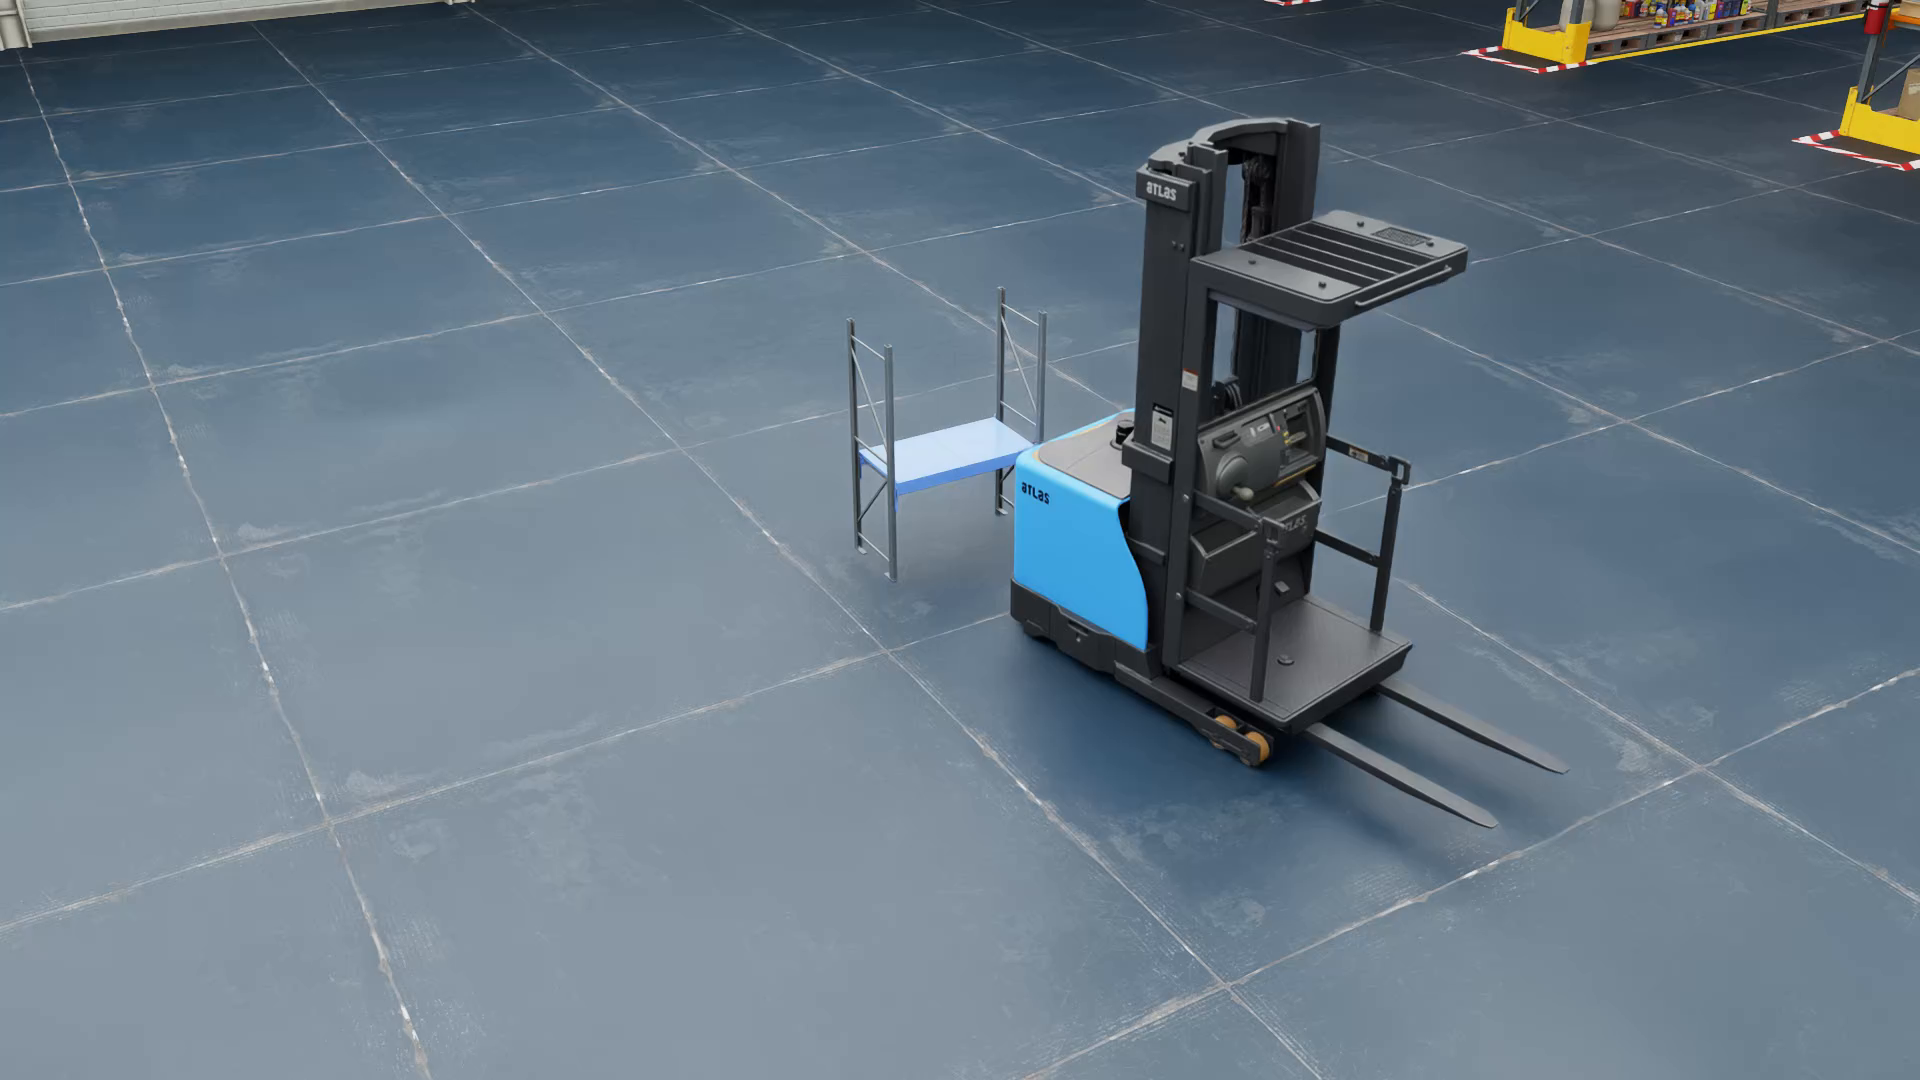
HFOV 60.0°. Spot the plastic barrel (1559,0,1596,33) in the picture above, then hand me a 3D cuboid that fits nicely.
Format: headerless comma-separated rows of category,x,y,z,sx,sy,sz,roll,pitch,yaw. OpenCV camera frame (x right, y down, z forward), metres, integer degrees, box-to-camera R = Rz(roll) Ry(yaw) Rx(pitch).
plastic barrel,8.189,-6.987,22.045,0.421,0.512,0.421,0,29,0

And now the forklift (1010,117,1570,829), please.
forklift,1.643,-0.434,8.102,1.130,2.935,3.031,-24,37,-36

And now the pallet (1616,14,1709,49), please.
pallet,9.456,-7.010,22.832,1.213,0.211,1.003,-16,33,-26

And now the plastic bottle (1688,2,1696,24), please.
plastic bottle,9.938,-7.170,22.604,0.097,0.271,0.097,0,29,0

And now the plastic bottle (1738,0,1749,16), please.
plastic bottle,10.861,-7.427,23.057,0.133,0.283,0.061,-14,32,-24

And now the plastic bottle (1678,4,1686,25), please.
plastic bottle,9.763,-7.120,22.514,0.097,0.271,0.097,0,29,0

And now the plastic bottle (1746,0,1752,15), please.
plastic bottle,10.954,-7.427,23.143,0.097,0.201,0.097,0,29,0

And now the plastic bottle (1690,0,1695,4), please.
plastic bottle,10.059,-7.284,22.799,0.133,0.283,0.061,-16,33,-26

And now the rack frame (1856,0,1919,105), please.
rack frame,10.170,-5.636,17.457,0.127,3.000,1.000,-16,33,-26

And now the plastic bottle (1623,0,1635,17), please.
plastic bottle,9.253,-7.382,22.984,0.135,0.276,0.152,-16,33,-26

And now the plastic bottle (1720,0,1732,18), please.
plastic bottle,10.534,-7.387,22.915,0.185,0.351,0.144,-18,33,-29

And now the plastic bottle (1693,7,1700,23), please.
plastic bottle,10.026,-7.164,22.666,0.097,0.201,0.097,0,29,0

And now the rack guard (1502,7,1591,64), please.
rack guard,7.702,-6.643,21.869,0.348,0.500,1.175,-16,33,-26

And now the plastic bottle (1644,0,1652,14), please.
plastic bottle,9.513,-7.491,23.104,0.185,0.351,0.144,-14,32,-24

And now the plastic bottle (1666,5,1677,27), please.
plastic bottle,9.586,-7.065,22.401,0.133,0.283,0.061,-15,32,-26

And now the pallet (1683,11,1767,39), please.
pallet,10.509,-7.311,23.377,1.213,0.211,1.003,-16,33,-26

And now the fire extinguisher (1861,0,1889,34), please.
fire extinguisher,9.837,-5.766,17.772,0.183,0.674,0.296,-16,33,-26

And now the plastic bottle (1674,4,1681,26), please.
plastic bottle,9.677,-7.096,22.469,0.097,0.271,0.097,0,29,0

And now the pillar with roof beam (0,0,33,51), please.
pillar with roof beam,-10.532,-8.785,16.954,0.400,9.000,9.100,-16,33,-26

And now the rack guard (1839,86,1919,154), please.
rack guard,10.235,-4.560,18.094,0.348,0.500,1.175,-16,33,-26

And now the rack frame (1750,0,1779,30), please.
rack frame,11.109,-8.679,22.970,0.127,3.000,1.000,-16,33,-26

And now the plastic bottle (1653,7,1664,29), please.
plastic bottle,9.381,-7.012,22.317,0.097,0.271,0.097,0,29,0

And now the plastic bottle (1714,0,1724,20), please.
plastic bottle,10.415,-7.300,22.828,0.133,0.283,0.061,-14,32,-23

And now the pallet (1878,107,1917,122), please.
pallet,10.953,-4.618,18.498,1.213,0.211,1.003,-16,33,-26

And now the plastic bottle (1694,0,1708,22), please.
plastic bottle,10.114,-7.237,22.721,0.135,0.276,0.152,-15,32,-25

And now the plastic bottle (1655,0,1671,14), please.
plastic bottle,9.770,-7.448,23.104,0.135,0.276,0.152,-16,33,-26

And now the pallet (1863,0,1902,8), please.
pallet,13.870,-8.263,25.103,1.213,0.211,1.003,-16,33,-26

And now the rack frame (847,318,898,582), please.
rack frame,-0.512,-0.511,9.723,0.032,1.500,0.500,-16,33,-26

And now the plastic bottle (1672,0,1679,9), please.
plastic bottle,10.040,-7.641,23.375,0.185,0.351,0.144,-17,33,-28

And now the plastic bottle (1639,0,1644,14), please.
plastic bottle,9.372,-7.416,23.045,0.135,0.276,0.152,-17,33,-28

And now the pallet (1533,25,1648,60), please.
pallet,8.405,-6.713,22.295,1.213,0.211,1.003,-16,33,-26

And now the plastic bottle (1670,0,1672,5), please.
plastic bottle,9.932,-7.554,23.301,0.097,0.271,0.097,0,29,0

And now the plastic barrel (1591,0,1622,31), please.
plastic barrel,8.621,-7.110,22.267,0.421,0.512,0.421,0,29,0

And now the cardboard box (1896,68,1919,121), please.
cardboard box,10.716,-4.872,18.224,0.500,0.500,0.500,-10,30,-17

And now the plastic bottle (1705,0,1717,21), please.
plastic bottle,10.256,-7.308,22.772,0.185,0.351,0.144,-16,33,-27

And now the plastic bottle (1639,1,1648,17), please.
plastic bottle,9.452,-7.336,22.978,0.097,0.201,0.097,0,29,0

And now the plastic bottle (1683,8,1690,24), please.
plastic bottle,9.849,-7.114,22.575,0.097,0.201,0.097,0,29,0

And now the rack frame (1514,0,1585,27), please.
rack frame,7.660,-7.700,21.195,0.127,3.000,1.000,-16,33,-26

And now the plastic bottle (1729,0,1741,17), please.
plastic bottle,10.700,-7.434,23.000,0.185,0.351,0.144,-17,33,-28

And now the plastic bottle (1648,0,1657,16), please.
plastic bottle,9.612,-7.386,23.068,0.097,0.201,0.097,0,29,0

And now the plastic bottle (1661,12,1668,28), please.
plastic bottle,9.471,-7.006,22.380,0.097,0.201,0.097,0,29,0

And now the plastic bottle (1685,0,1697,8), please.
plastic bottle,10.276,-7.627,23.350,0.185,0.351,0.144,-16,33,-26

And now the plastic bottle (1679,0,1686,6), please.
plastic bottle,10.139,-7.566,23.322,0.097,0.271,0.097,0,29,0

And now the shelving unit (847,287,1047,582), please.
shelving unit,-0.074,-0.636,9.948,1.048,1.500,0.538,-16,33,-26

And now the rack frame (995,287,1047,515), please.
rack frame,0.365,-0.760,10.173,0.032,1.500,0.500,-16,33,-26

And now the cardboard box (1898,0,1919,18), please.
cardboard box,10.311,-5.682,17.800,0.250,0.149,0.380,-16,33,-26

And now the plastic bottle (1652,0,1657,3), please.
plastic bottle,9.674,-7.537,23.186,0.185,0.351,0.144,-16,33,-27

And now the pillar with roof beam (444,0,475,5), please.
pillar with roof beam,-5.359,-10.254,19.615,0.400,9.000,9.100,-16,33,-26

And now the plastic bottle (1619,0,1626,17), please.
plastic bottle,9.113,-7.371,22.957,0.133,0.283,0.061,-15,32,-25

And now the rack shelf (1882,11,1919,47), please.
rack shelf,11.894,-5.811,18.518,4.000,0.370,1.077,-16,33,-26

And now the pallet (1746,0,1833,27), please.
pallet,11.766,-7.666,24.021,1.213,0.211,1.003,-16,33,-26

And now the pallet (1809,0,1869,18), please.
pallet,12.819,-7.967,24.566,1.213,0.211,1.003,-16,33,-26

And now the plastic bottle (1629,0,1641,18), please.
plastic bottle,9.307,-7.341,22.902,0.133,0.283,0.061,-16,33,-26

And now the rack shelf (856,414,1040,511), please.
rack shelf,-0.074,-0.478,10.035,1.000,0.185,0.538,-16,33,-26
